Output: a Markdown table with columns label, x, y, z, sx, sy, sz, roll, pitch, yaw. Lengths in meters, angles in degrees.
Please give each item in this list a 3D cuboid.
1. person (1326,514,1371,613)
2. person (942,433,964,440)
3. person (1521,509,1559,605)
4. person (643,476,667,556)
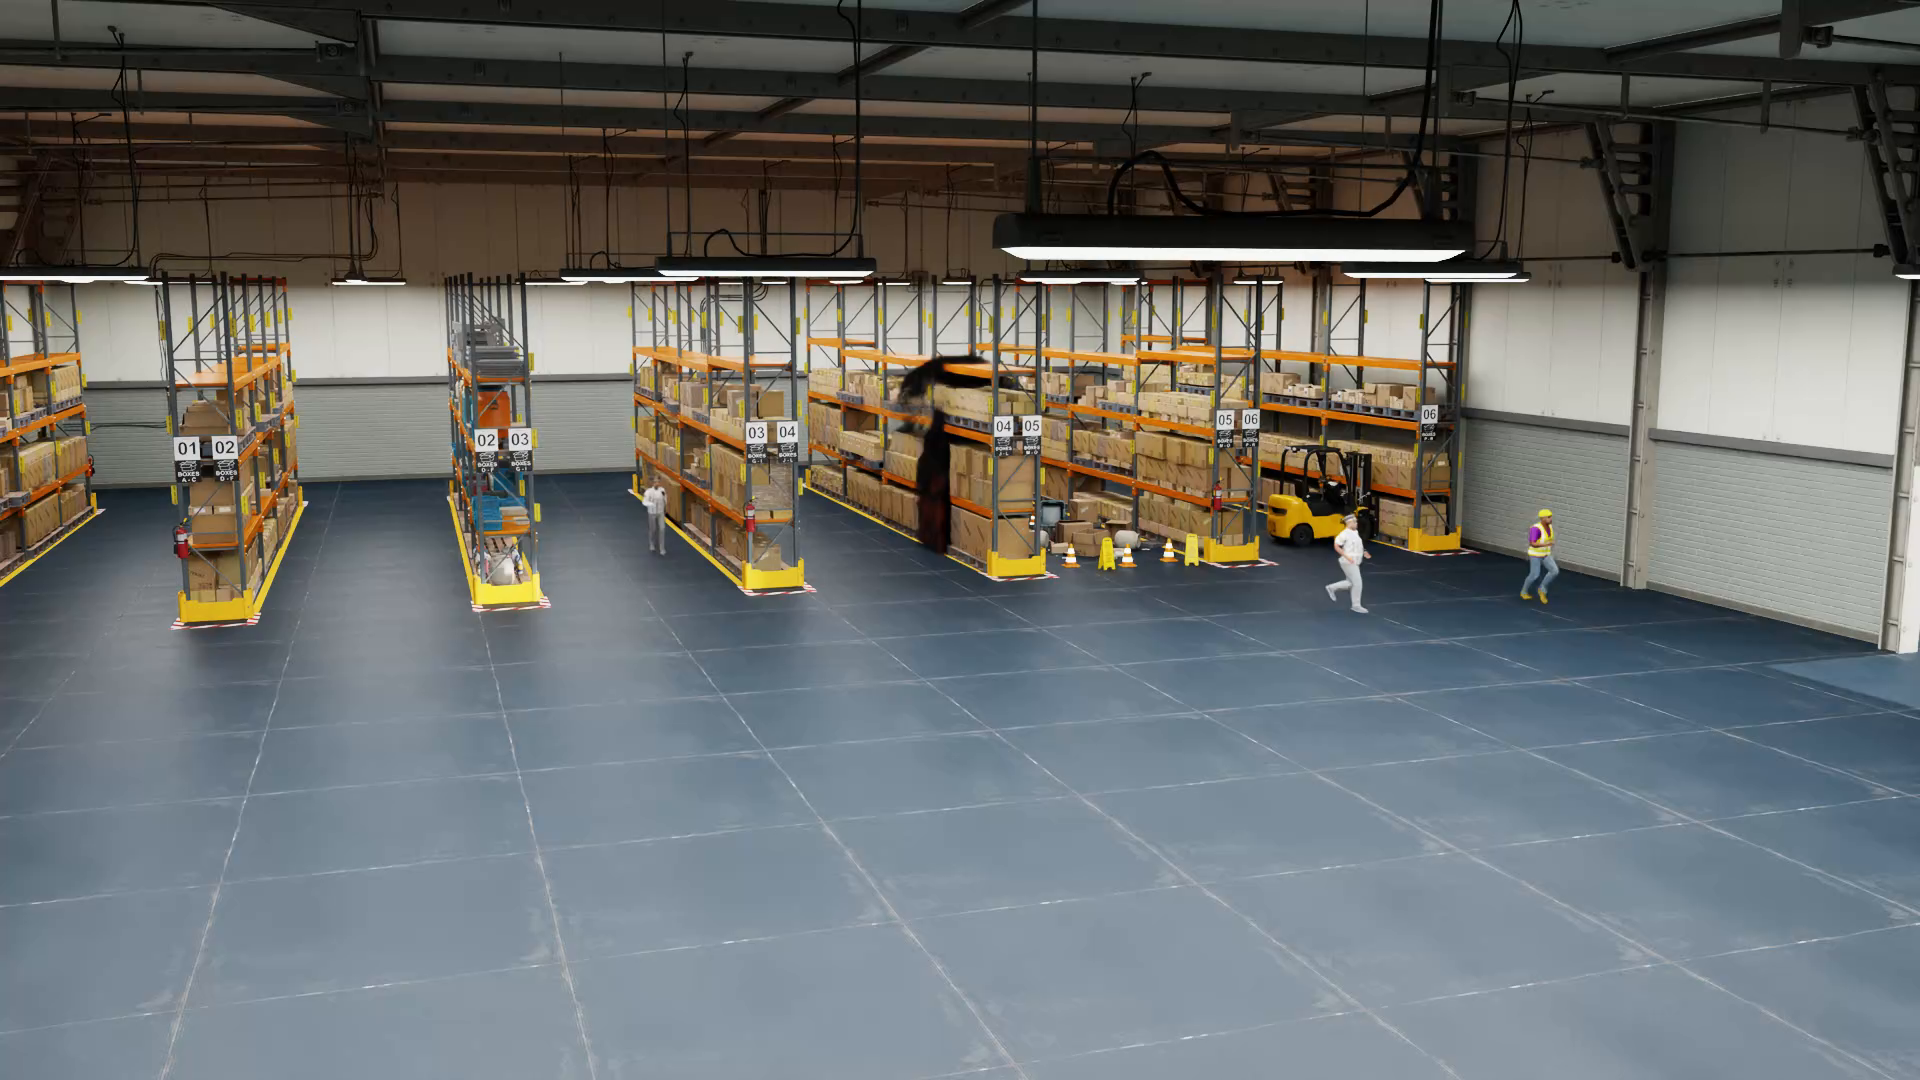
| label | x | y | z | sx | sy | sz | roll | pitch | yaw |
| --- | --- | --- | --- | --- | --- | --- | --- | --- | --- |
| person | 6.933 | 0.400 | 29.726 | 0.833 | 1.775 | 0.663 | 5 | 10 | 30 |
| person | -0.131 | -2.837 | 50.898 | 0.952 | 1.824 | 0.654 | -3 | 9 | -22 |
| person | 10.587 | 0.295 | 30.309 | 0.733 | 1.754 | 0.808 | -5 | 10 | -31 |
| person | -6.612 | -0.553 | 36.122 | 0.559 | 1.715 | 0.857 | -3 | 9 | -17 |
